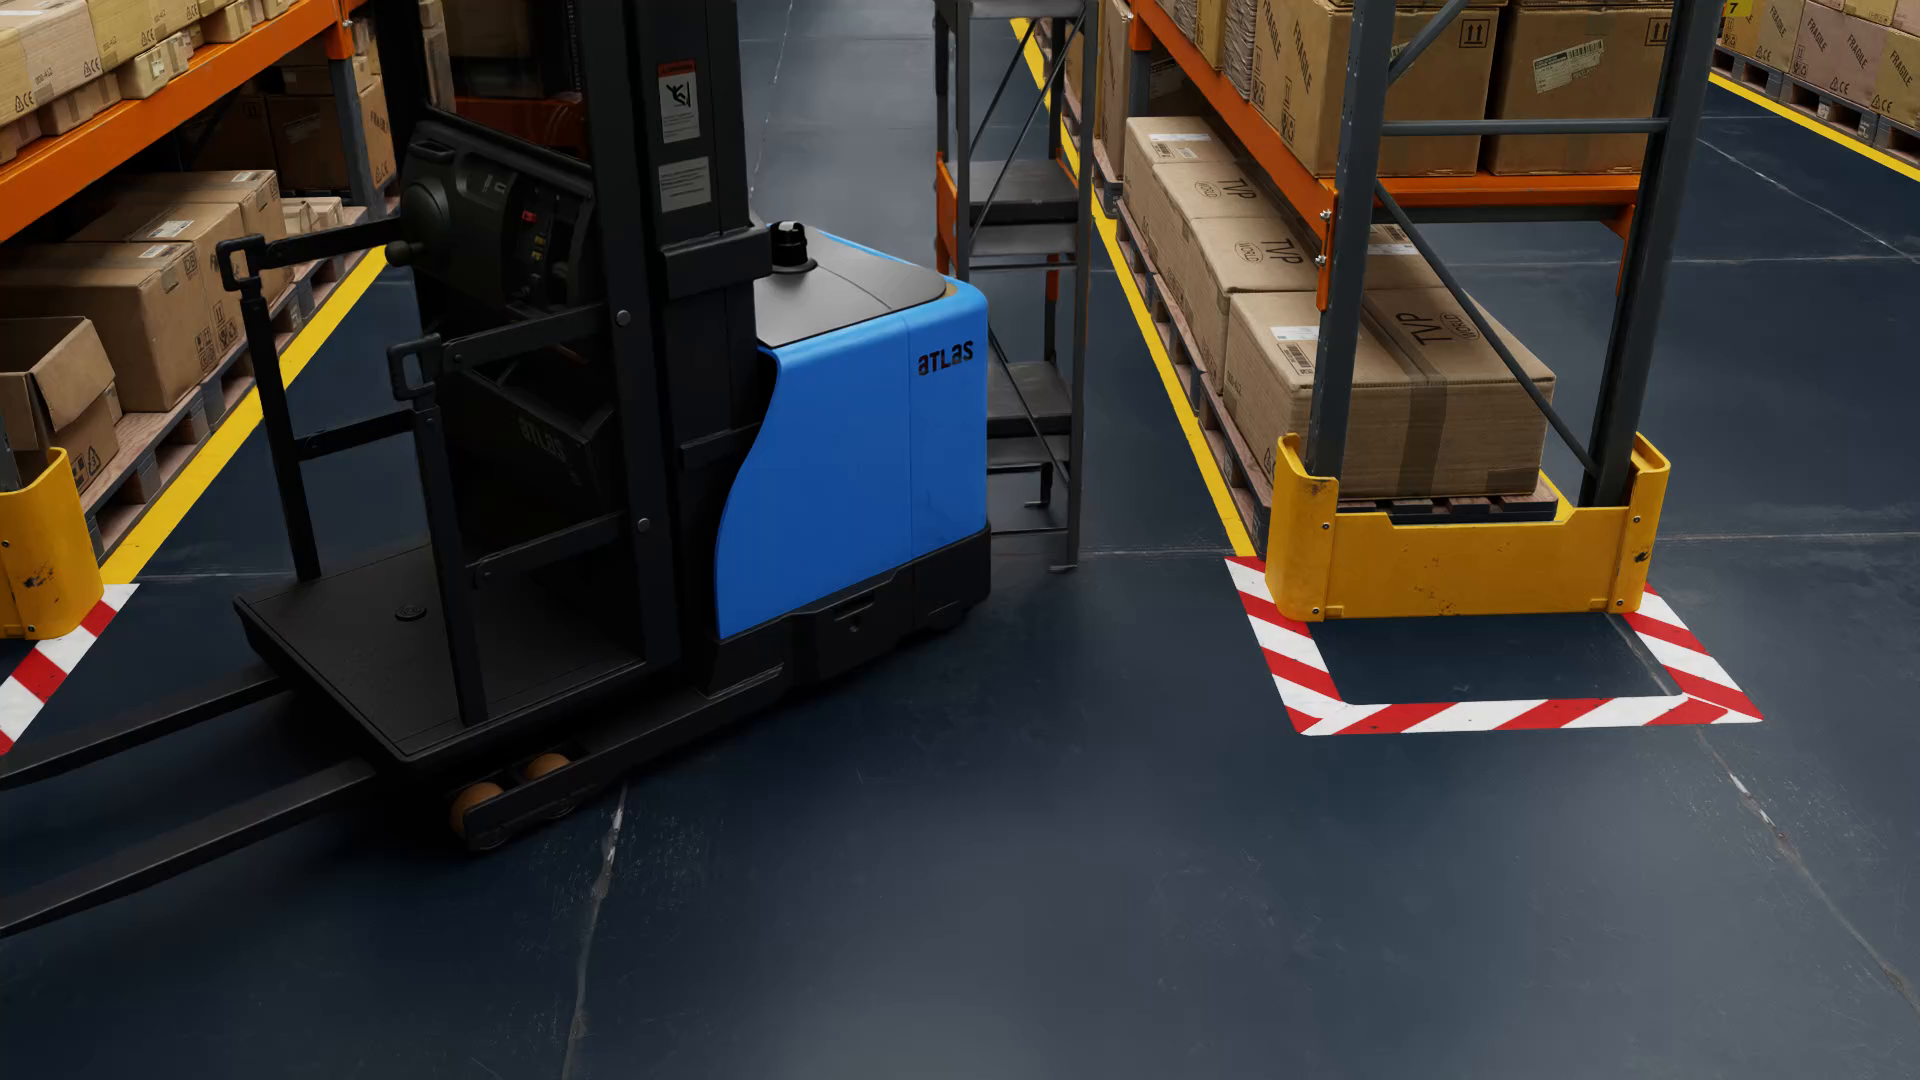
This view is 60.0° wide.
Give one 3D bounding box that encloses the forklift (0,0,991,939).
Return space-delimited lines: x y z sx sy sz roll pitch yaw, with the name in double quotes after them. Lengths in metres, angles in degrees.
-1.335 -0.784 4.084 3.031 2.935 1.130 -23 35 -36 "forklift"

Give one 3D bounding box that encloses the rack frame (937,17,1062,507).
0.126 -1.047 5.487 0.400 2.100 0.015 -4 28 -7 "rack frame"

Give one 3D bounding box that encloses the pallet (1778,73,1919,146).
6.217 -2.875 11.034 1.003 0.211 1.213 -1 28 -3 "pallet"

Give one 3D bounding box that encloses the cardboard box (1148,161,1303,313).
1.361 -1.365 7.441 0.875 0.438 0.875 -2 28 -4 "cardboard box"

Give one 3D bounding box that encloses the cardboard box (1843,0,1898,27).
5.979 -3.417 10.496 0.500 0.250 0.500 -3 28 -5 "cardboard box"

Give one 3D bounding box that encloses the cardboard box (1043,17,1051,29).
1.159 -4.151 12.852 0.950 0.372 0.625 -3 28 -6 "cardboard box"

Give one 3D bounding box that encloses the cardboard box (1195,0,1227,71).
1.219 -2.142 6.506 0.500 0.500 0.500 -1 28 -1 "cardboard box"

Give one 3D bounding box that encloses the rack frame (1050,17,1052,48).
1.179 -4.868 11.841 1.000 3.000 0.127 -1 28 -3 "rack frame"

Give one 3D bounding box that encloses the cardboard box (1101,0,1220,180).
1.275 -2.550 9.238 0.875 0.875 0.875 -1 28 -1 "cardboard box"

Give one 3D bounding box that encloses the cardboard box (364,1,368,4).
-4.060 -3.500 10.764 0.380 0.149 0.250 -3 28 -5 "cardboard box"

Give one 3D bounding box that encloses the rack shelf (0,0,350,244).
-3.465 -1.657 6.461 1.077 0.370 4.000 -1 28 -3 "rack shelf"

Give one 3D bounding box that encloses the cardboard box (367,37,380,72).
-3.439 -2.681 9.195 0.380 0.149 0.250 -3 28 -5 "cardboard box"

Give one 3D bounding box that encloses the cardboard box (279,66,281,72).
-3.916 -2.661 9.157 0.380 0.149 0.250 -1 28 -2 "cardboard box"

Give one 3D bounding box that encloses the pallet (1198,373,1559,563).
1.477 -0.305 6.106 1.003 0.211 1.213 -1 28 -3 "pallet"

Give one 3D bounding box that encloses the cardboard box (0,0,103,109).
-3.141 -1.567 5.350 0.500 0.250 0.500 -1 28 -2 "cardboard box"

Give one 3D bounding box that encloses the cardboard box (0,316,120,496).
-3.297 -0.416 5.550 0.797 0.503 0.637 -2 28 -5 "cardboard box"

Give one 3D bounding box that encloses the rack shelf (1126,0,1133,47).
1.283 -3.626 10.236 1.077 0.370 4.000 -1 28 -3 "rack shelf"

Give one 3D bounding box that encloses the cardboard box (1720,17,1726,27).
6.175 -4.507 13.126 1.050 0.750 0.750 -2 28 -3 "cardboard box"

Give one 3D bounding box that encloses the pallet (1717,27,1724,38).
6.151 -4.164 13.506 1.003 0.211 1.213 -1 28 -3 "pallet"

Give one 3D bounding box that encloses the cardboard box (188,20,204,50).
-3.297 -2.047 6.703 0.380 0.149 0.250 -1 28 -2 "cardboard box"

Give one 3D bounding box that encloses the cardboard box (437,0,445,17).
-3.502 -3.404 10.581 0.380 0.149 0.250 -2 28 -3 "cardboard box"

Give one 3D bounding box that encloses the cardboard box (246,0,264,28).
-3.240 -2.286 7.161 0.380 0.149 0.250 -1 28 -1 "cardboard box"

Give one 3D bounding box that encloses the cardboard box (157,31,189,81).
-3.155 -1.817 6.261 0.380 0.149 0.250 -1 28 -1 "cardboard box"

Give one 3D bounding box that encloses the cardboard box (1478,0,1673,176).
1.858 -1.447 5.172 0.500 0.500 0.500 -2 28 -3 "cardboard box"

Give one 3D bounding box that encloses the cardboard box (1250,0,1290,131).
1.296 -1.667 5.594 0.500 0.500 0.500 -2 28 -4 "cardboard box"

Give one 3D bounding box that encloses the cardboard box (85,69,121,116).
-3.183 -1.577 5.802 0.380 0.149 0.250 -1 28 -2 "cardboard box"

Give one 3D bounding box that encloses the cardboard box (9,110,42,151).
-3.211 -1.336 5.340 0.380 0.149 0.250 -2 28 -3 "cardboard box"

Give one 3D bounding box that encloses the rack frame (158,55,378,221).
-3.569 -2.900 8.066 1.000 3.000 0.127 -1 28 -3 "rack frame"

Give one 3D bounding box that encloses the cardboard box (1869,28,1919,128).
6.009 -2.838 10.196 0.500 0.500 0.500 -2 28 -4 "cardboard box"

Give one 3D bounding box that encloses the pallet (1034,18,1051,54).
1.140 -3.993 13.177 1.003 0.211 1.213 -1 28 -3 "pallet"

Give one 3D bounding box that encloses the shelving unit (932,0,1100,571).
0.159 -0.935 5.273 0.431 2.100 0.503 -4 28 -7 "shelving unit"

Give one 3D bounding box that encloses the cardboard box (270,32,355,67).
-3.383 -2.568 8.655 0.380 0.149 0.250 -2 28 -4 "cardboard box"

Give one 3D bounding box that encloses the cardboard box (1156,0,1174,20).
1.173 -2.610 7.402 0.500 0.500 0.500 -1 28 -2 "cardboard box"

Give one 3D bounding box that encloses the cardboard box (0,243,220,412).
-3.303 -0.811 6.310 0.700 0.500 0.500 0 28 -1 "cardboard box"

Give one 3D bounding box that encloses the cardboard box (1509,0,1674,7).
1.856 -1.890 4.941 0.500 0.500 0.500 -2 28 -4 "cardboard box"

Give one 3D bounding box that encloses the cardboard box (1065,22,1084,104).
1.174 -3.380 10.829 0.875 0.875 0.875 -1 28 -2 "cardboard box"

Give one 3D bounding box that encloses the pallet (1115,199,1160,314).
1.349 -1.432 8.267 1.003 0.211 1.213 -1 28 -3 "pallet"

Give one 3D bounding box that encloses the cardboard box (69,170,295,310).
-3.357 -1.290 7.229 0.700 0.500 0.500 -2 28 -5 "cardboard box"

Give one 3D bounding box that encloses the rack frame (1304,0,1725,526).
1.597 -1.174 4.757 1.000 3.000 0.127 -1 28 -3 "rack frame"

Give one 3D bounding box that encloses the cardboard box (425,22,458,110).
-3.450 -2.922 10.358 0.500 0.500 0.500 -2 28 -4 "cardboard box"

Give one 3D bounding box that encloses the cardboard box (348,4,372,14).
-3.496 -3.163 10.118 0.380 0.149 0.250 -1 28 -2 "cardboard box"

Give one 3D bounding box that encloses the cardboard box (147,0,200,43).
-3.219 -2.036 6.251 0.500 0.250 0.500 -2 28 -4 "cardboard box"

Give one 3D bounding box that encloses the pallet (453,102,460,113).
-3.716 -2.603 10.512 1.003 0.211 1.213 -1 28 -3 "pallet"

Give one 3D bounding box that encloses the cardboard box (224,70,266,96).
-3.876 -2.428 8.709 0.380 0.149 0.250 -2 28 -5 "cardboard box"

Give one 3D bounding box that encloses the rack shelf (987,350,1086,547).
0.159 -0.303 5.603 0.431 0.518 0.480 -4 28 -7 "rack shelf"

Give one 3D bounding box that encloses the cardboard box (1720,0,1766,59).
5.899 -3.780 12.002 0.500 0.500 0.500 -3 28 -5 "cardboard box"

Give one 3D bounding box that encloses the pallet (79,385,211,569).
-3.407 -0.219 5.942 1.003 0.211 1.213 -1 28 -3 "pallet"

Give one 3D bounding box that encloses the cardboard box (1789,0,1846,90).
5.960 -3.311 11.103 0.500 0.500 0.500 -2 28 -4 "cardboard box"

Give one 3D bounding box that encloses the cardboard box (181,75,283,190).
-3.890 -2.197 8.968 0.500 0.500 0.500 -2 28 -3 "cardboard box"

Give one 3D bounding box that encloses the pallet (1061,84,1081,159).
1.205 -2.704 10.706 1.003 0.211 1.213 -1 28 -3 "pallet"

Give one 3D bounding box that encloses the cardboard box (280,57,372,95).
-3.322 -2.437 8.727 0.380 0.149 0.250 0 28 0 "cardboard box"

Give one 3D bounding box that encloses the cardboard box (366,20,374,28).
-3.442 -2.924 9.660 0.380 0.149 0.250 -1 28 -3 "cardboard box"

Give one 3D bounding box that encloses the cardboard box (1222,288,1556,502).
1.462 -0.526 5.832 0.875 0.438 0.875 -2 28 -4 "cardboard box"

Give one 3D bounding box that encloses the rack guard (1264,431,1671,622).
1.598 -0.054 5.314 1.175 0.500 0.348 -1 28 -3 "rack guard"

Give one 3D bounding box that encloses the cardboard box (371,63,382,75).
-3.407 -2.452 9.456 0.500 0.500 0.500 -2 28 -3 "cardboard box"

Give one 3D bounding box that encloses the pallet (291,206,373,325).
-3.534 -1.346 8.103 1.003 0.211 1.213 -1 28 -3 "pallet"

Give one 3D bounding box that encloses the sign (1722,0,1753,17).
2.151 -1.603 4.559 0.100 0.325 0.005 -1 28 -3 "sign"

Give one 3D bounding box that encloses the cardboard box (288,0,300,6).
-3.265 -2.527 7.624 0.380 0.149 0.250 -1 28 -1 "cardboard box"

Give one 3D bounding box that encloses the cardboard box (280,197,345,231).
-3.247 -1.572 8.148 0.380 0.149 0.250 -2 28 -4 "cardboard box"
